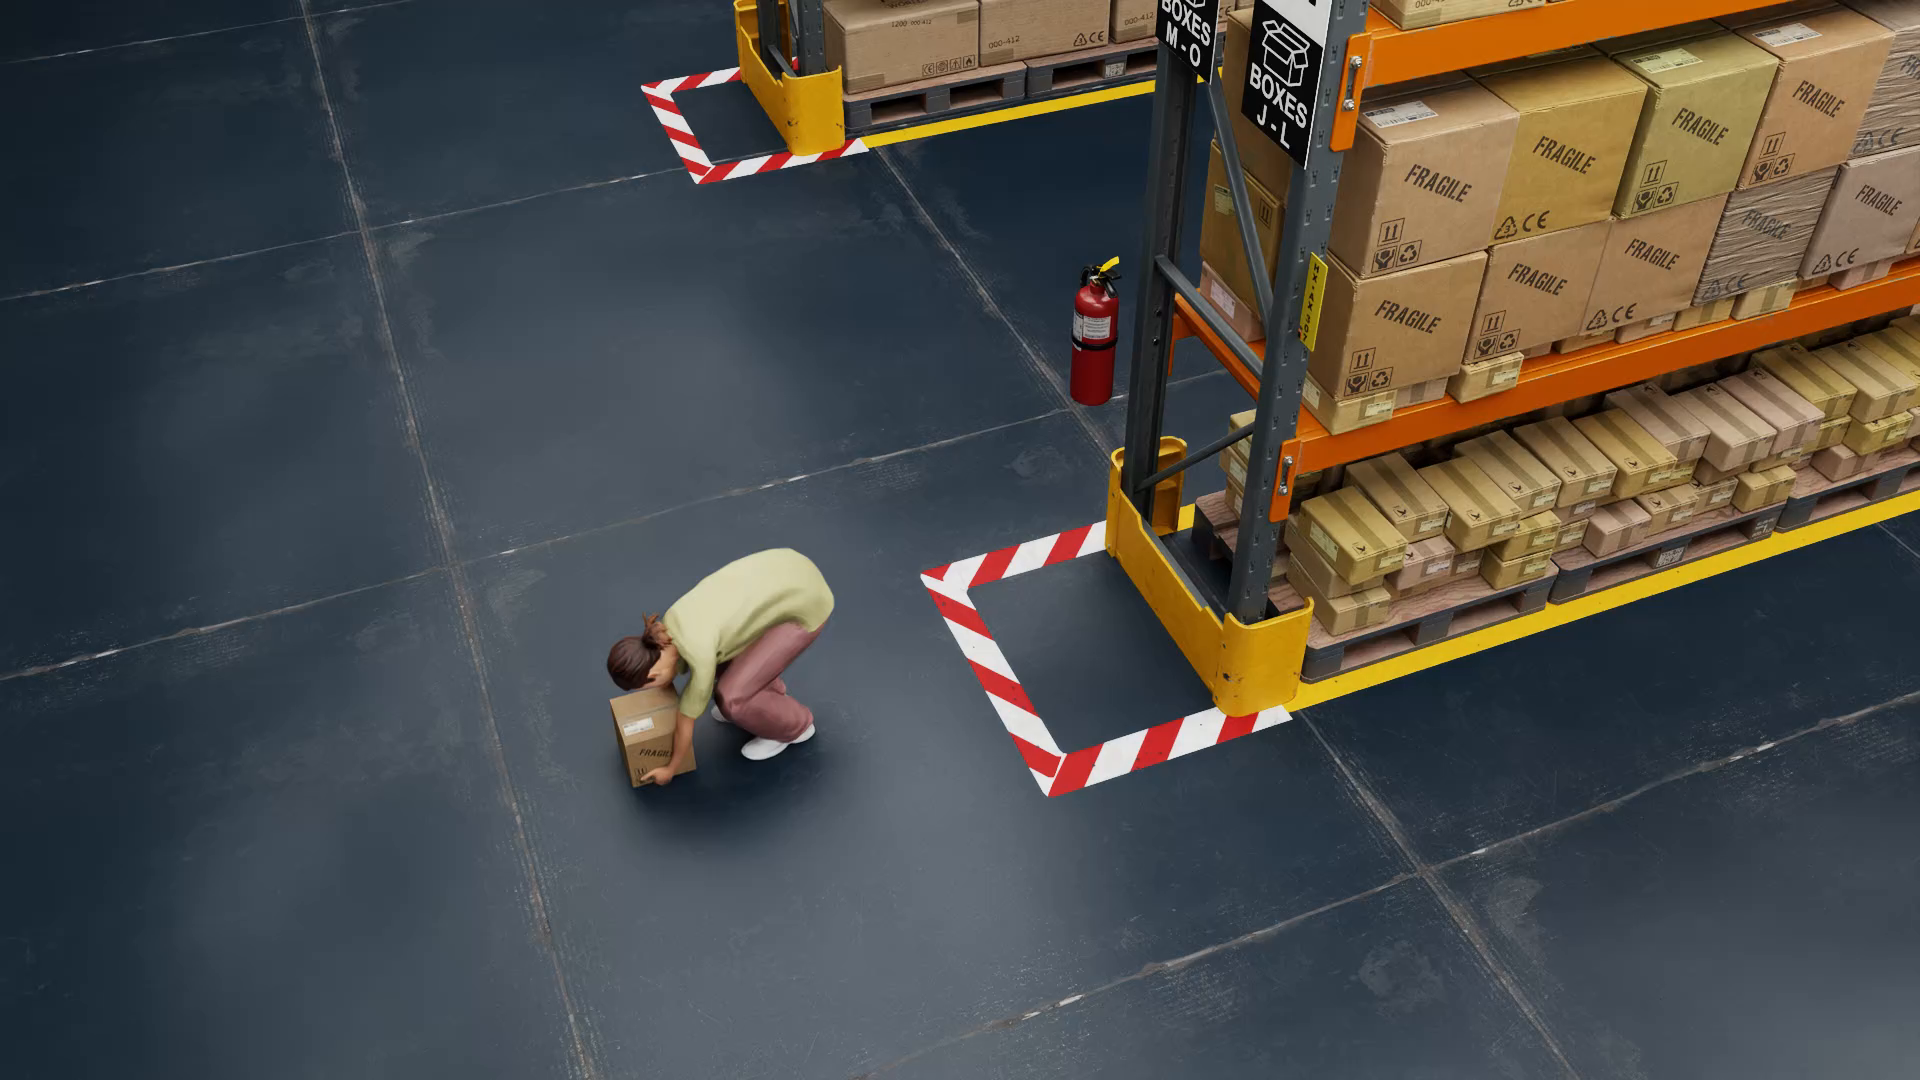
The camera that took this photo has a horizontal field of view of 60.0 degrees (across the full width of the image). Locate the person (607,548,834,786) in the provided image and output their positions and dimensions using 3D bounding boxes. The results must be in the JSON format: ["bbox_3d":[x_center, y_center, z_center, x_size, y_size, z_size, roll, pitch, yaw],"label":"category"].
[{"bbox_3d":[-0.888,0.477,6.284,0.857,0.827,0.469,-17,45,-18],"label":"person"}]
